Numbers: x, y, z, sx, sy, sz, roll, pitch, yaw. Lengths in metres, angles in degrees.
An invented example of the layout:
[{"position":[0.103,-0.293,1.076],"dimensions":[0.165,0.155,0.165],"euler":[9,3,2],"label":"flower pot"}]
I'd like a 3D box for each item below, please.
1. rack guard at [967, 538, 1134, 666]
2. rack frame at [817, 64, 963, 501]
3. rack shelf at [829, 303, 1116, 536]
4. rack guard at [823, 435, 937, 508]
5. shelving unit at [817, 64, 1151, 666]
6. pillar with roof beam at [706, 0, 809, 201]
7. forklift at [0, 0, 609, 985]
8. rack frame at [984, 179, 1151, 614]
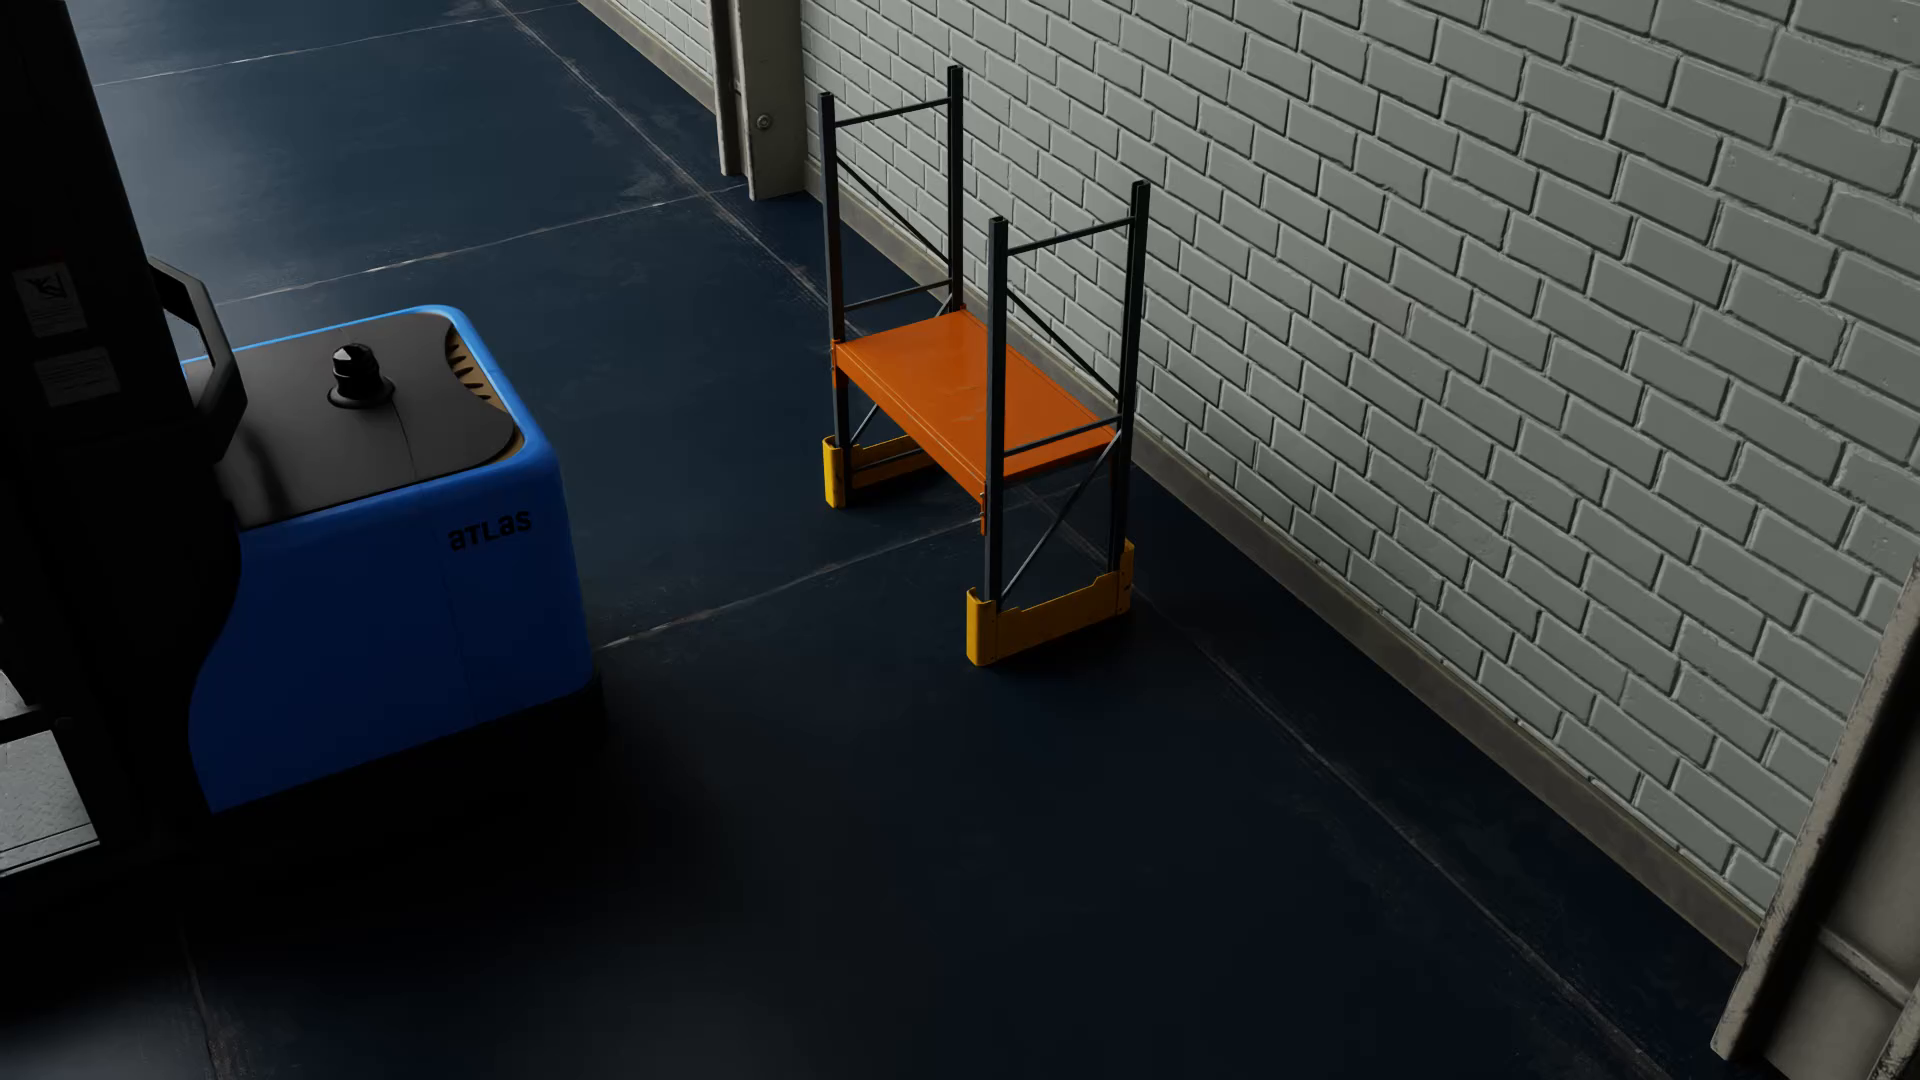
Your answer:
[{"position":[0.288,0.192,5.275],"dimensions":[0.587,0.250,0.087],"euler":[-19,40,-24],"label":"rack guard"},{"position":[-0.213,-0.821,5.603],"dimensions":[0.500,1.500,0.032],"euler":[-19,40,-24],"label":"rack frame"},{"position":[0.043,-0.417,5.354],"dimensions":[0.538,0.185,1.000],"euler":[-19,40,-24],"label":"rack shelf"},{"position":[-0.212,-0.316,5.971],"dimensions":[0.587,0.250,0.087],"euler":[-19,40,-24],"label":"rack guard"},{"position":[0.038,-0.567,5.254],"dimensions":[0.587,1.500,1.083],"euler":[-19,40,-24],"label":"shelving unit"},{"position":[-4.677,-4.129,3.774],"dimensions":[9.100,9.000,0.400],"euler":[-19,40,-24],"label":"pillar with roof beam"},{"position":[-2.562,-0.362,3.761],"dimensions":[3.031,2.935,1.130],"euler":[-18,40,-23],"label":"forklift"},{"position":[0.298,-0.303,4.893],"dimensions":[0.500,1.500,0.032],"euler":[-19,40,-24],"label":"rack frame"}]
